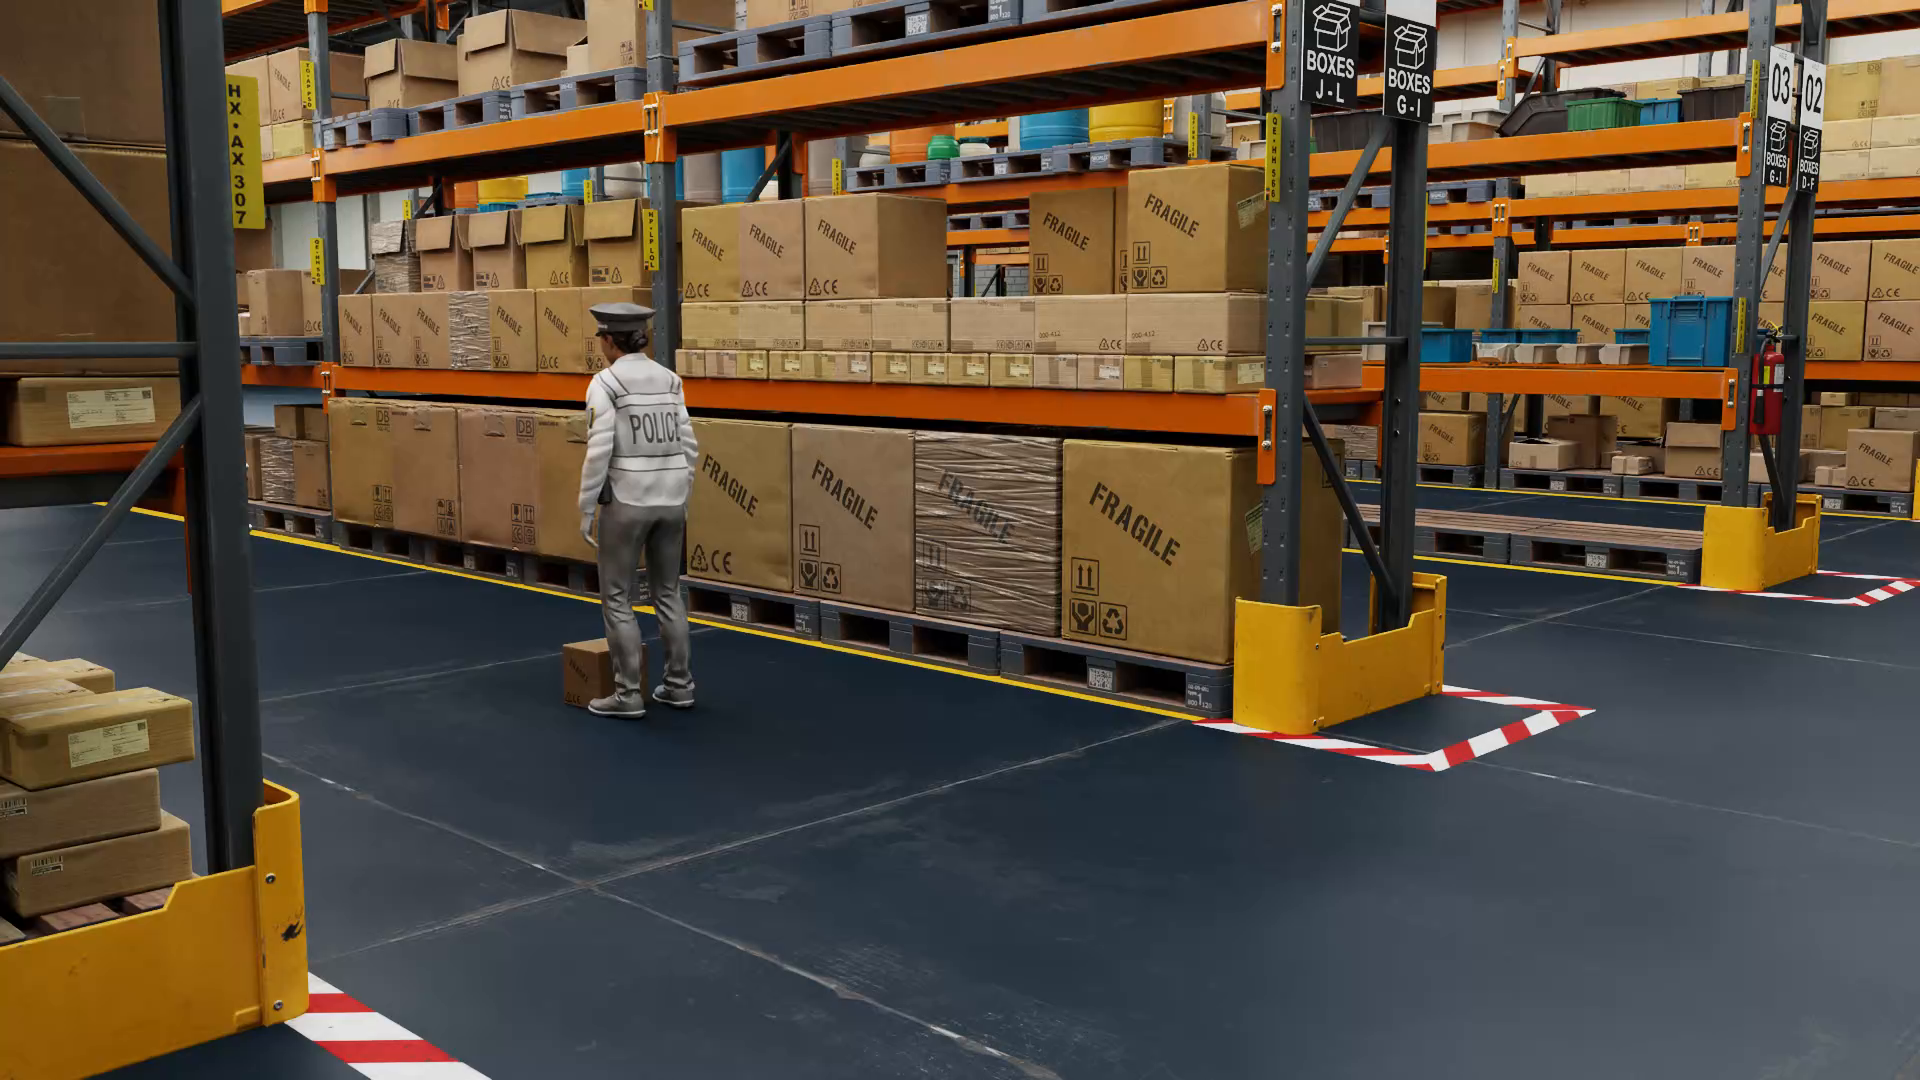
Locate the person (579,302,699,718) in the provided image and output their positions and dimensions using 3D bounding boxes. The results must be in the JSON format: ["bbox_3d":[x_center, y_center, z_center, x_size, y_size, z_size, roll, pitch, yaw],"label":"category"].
[{"bbox_3d":[-1.299,-0.121,6.716,0.372,1.663,0.529,7,10,44],"label":"person"}]
